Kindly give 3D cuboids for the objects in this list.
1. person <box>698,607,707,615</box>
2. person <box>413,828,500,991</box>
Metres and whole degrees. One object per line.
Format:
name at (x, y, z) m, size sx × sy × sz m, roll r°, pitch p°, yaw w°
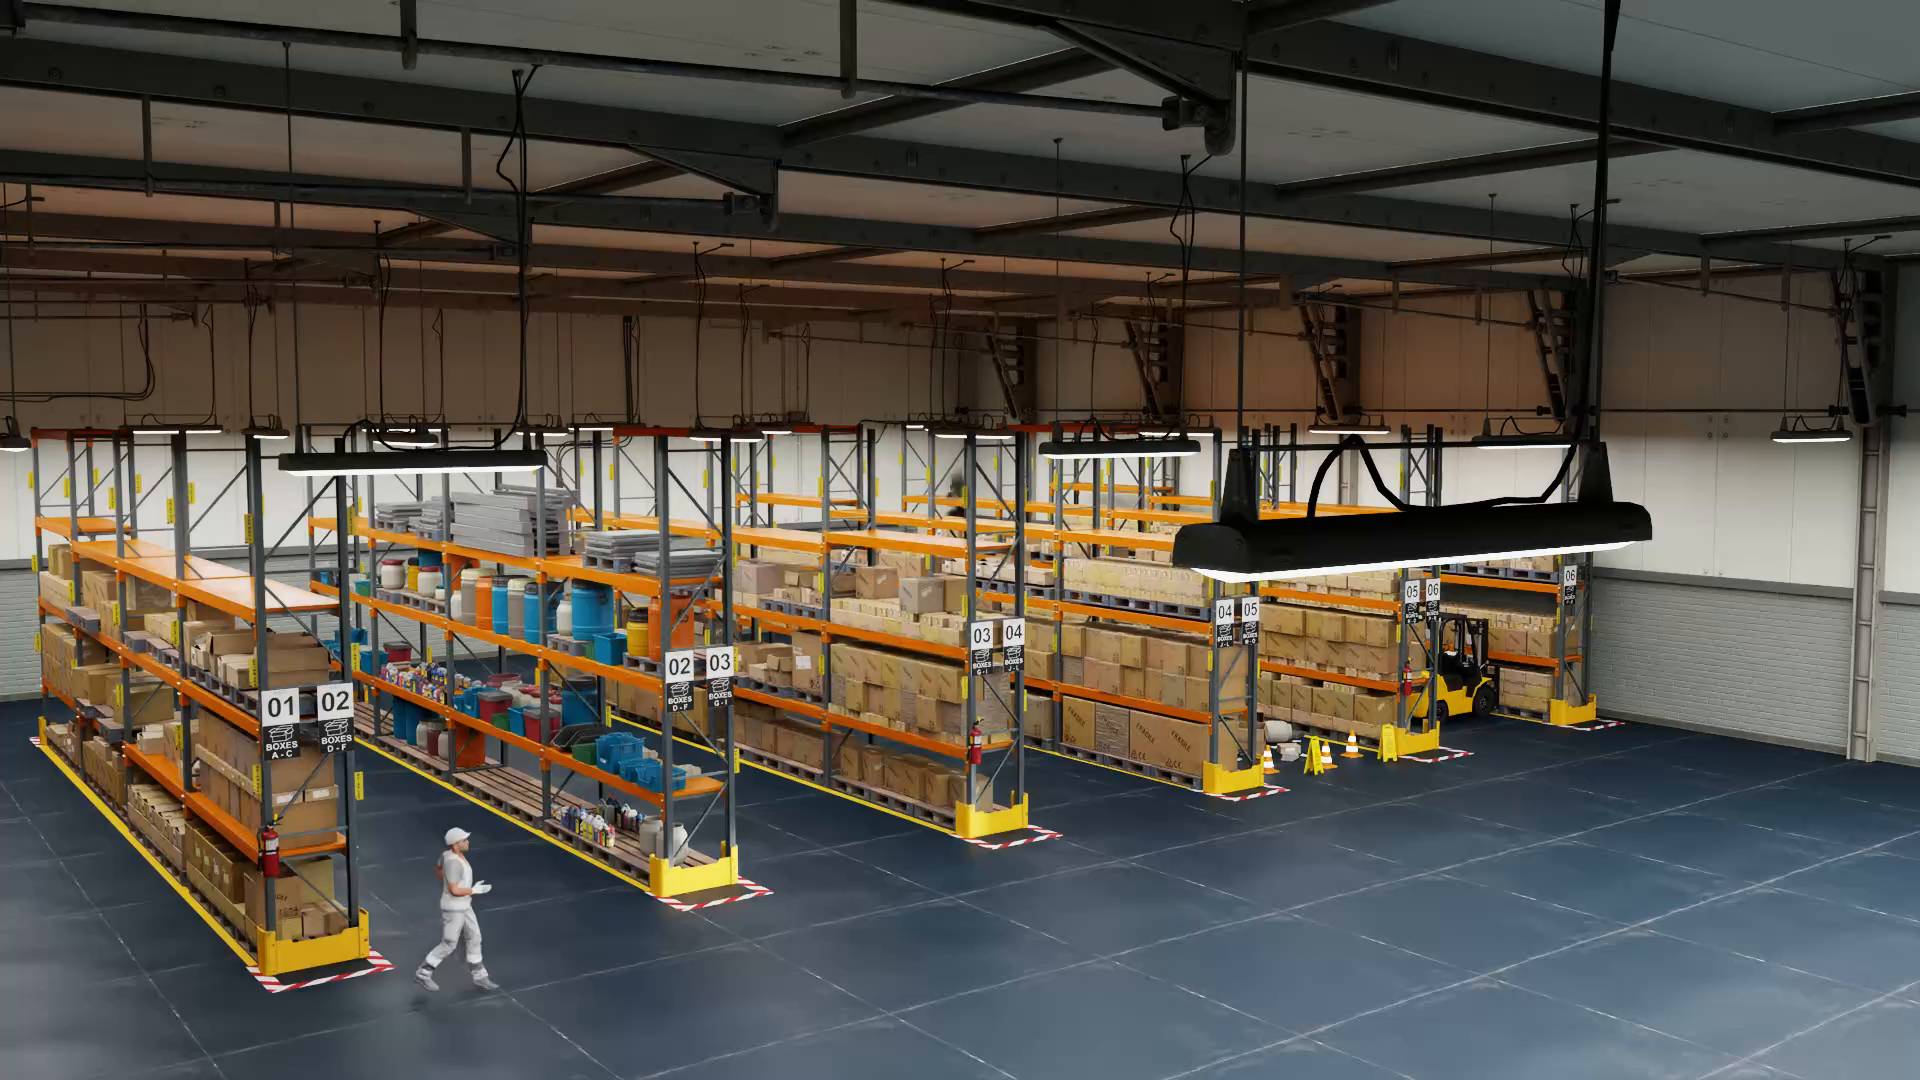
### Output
person at (-6.322, 2.351, 40.808) m, size 0.593 × 1.596 × 0.648 m, roll 3°, pitch 5°, yaw 30°
person at (-5.465, 4.015, 17.986) m, size 0.888 × 1.834 × 0.674 m, roll -1°, pitch 5°, yaw -8°
